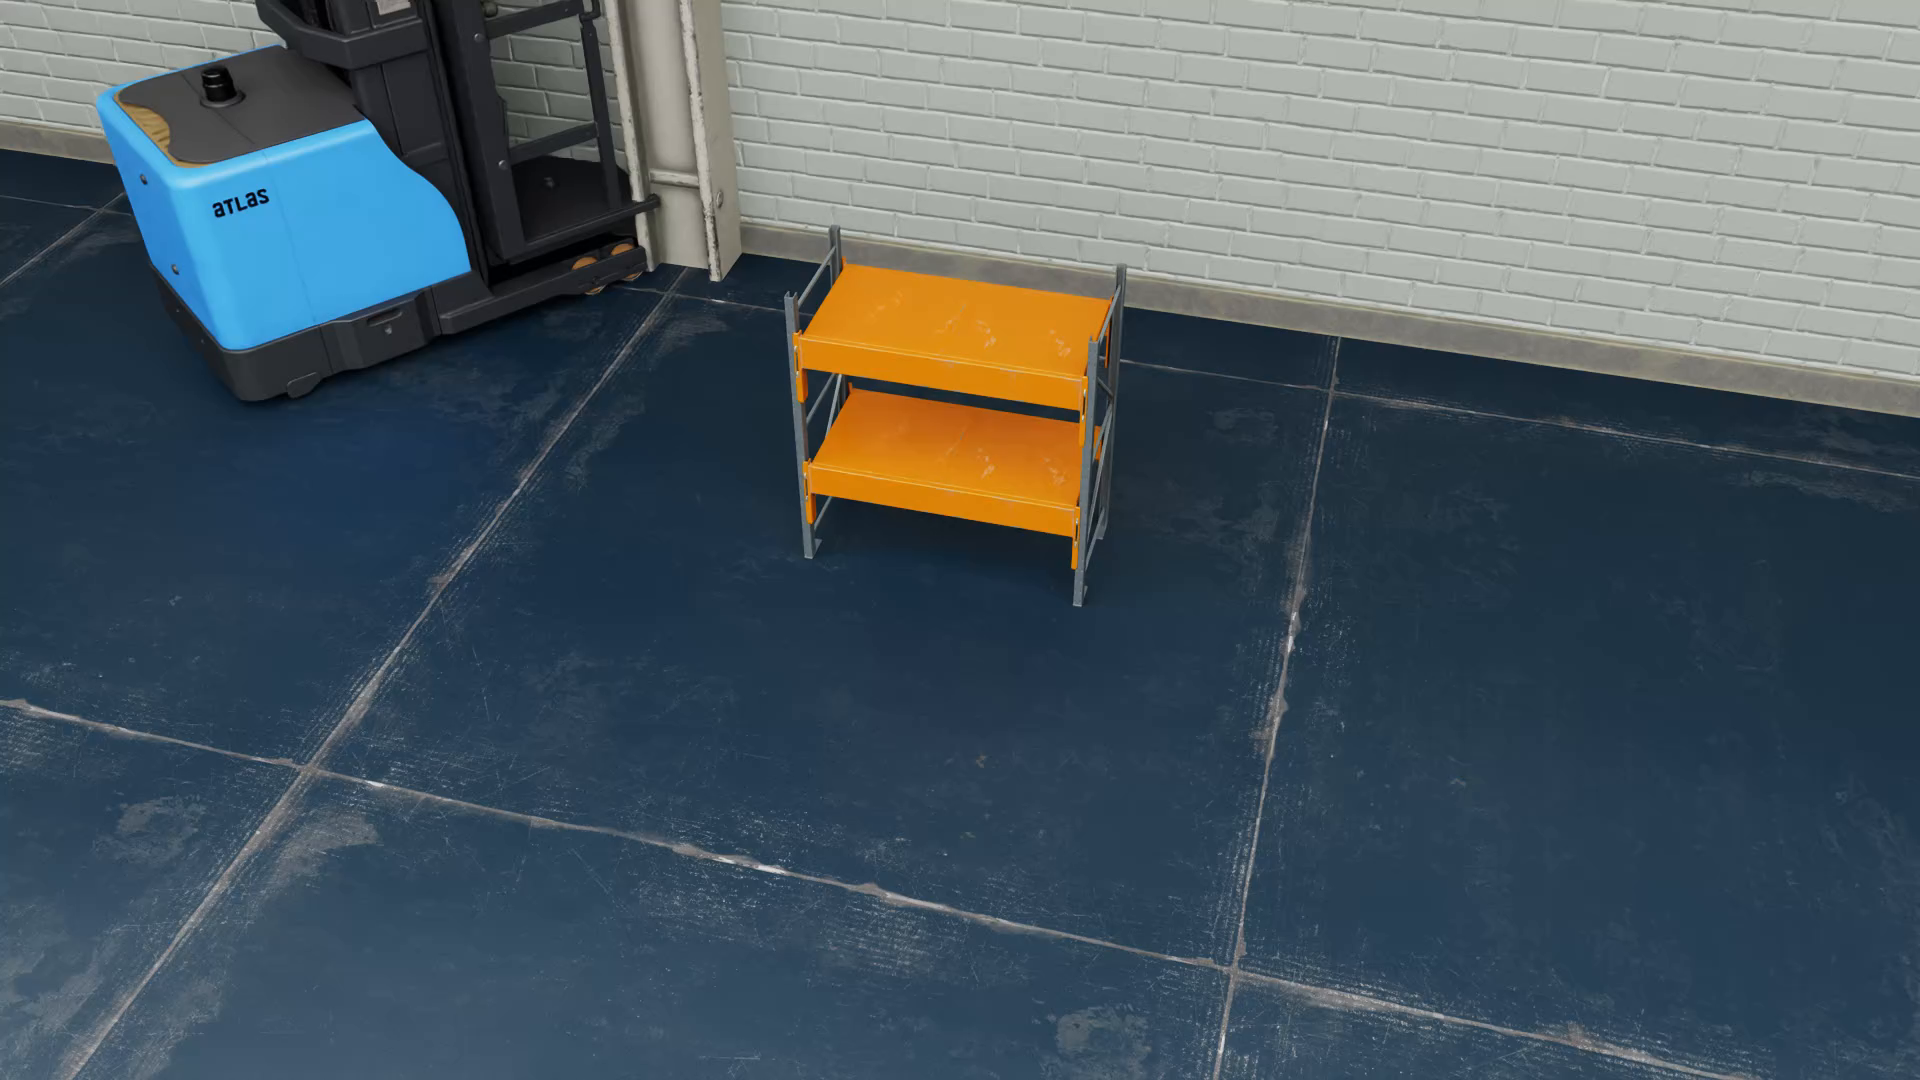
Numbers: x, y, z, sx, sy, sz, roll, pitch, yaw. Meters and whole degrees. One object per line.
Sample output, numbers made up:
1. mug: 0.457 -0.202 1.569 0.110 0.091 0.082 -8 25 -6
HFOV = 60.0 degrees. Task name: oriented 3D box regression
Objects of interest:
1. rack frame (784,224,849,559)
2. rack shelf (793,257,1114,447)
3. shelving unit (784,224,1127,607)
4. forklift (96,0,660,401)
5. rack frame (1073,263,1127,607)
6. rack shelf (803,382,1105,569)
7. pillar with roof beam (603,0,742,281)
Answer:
1. rack frame: -0.498 -0.516 5.990 0.032 1.125 0.500 10 41 11
2. rack shelf: -0.007 -0.656 5.701 1.000 0.278 0.538 10 41 11
3. shelving unit: -0.007 -0.432 5.890 1.048 1.125 0.538 10 41 11
4. forklift: -2.065 -2.479 6.923 3.031 2.935 1.130 -27 47 -29
5. rack frame: 0.485 -0.347 5.789 0.032 1.125 0.500 10 41 11
6. rack shelf: -0.007 -0.245 6.047 1.000 0.278 0.538 10 41 11
7. pillar with roof beam: -2.368 -2.091 1.743 0.400 9.000 9.100 10 41 11
